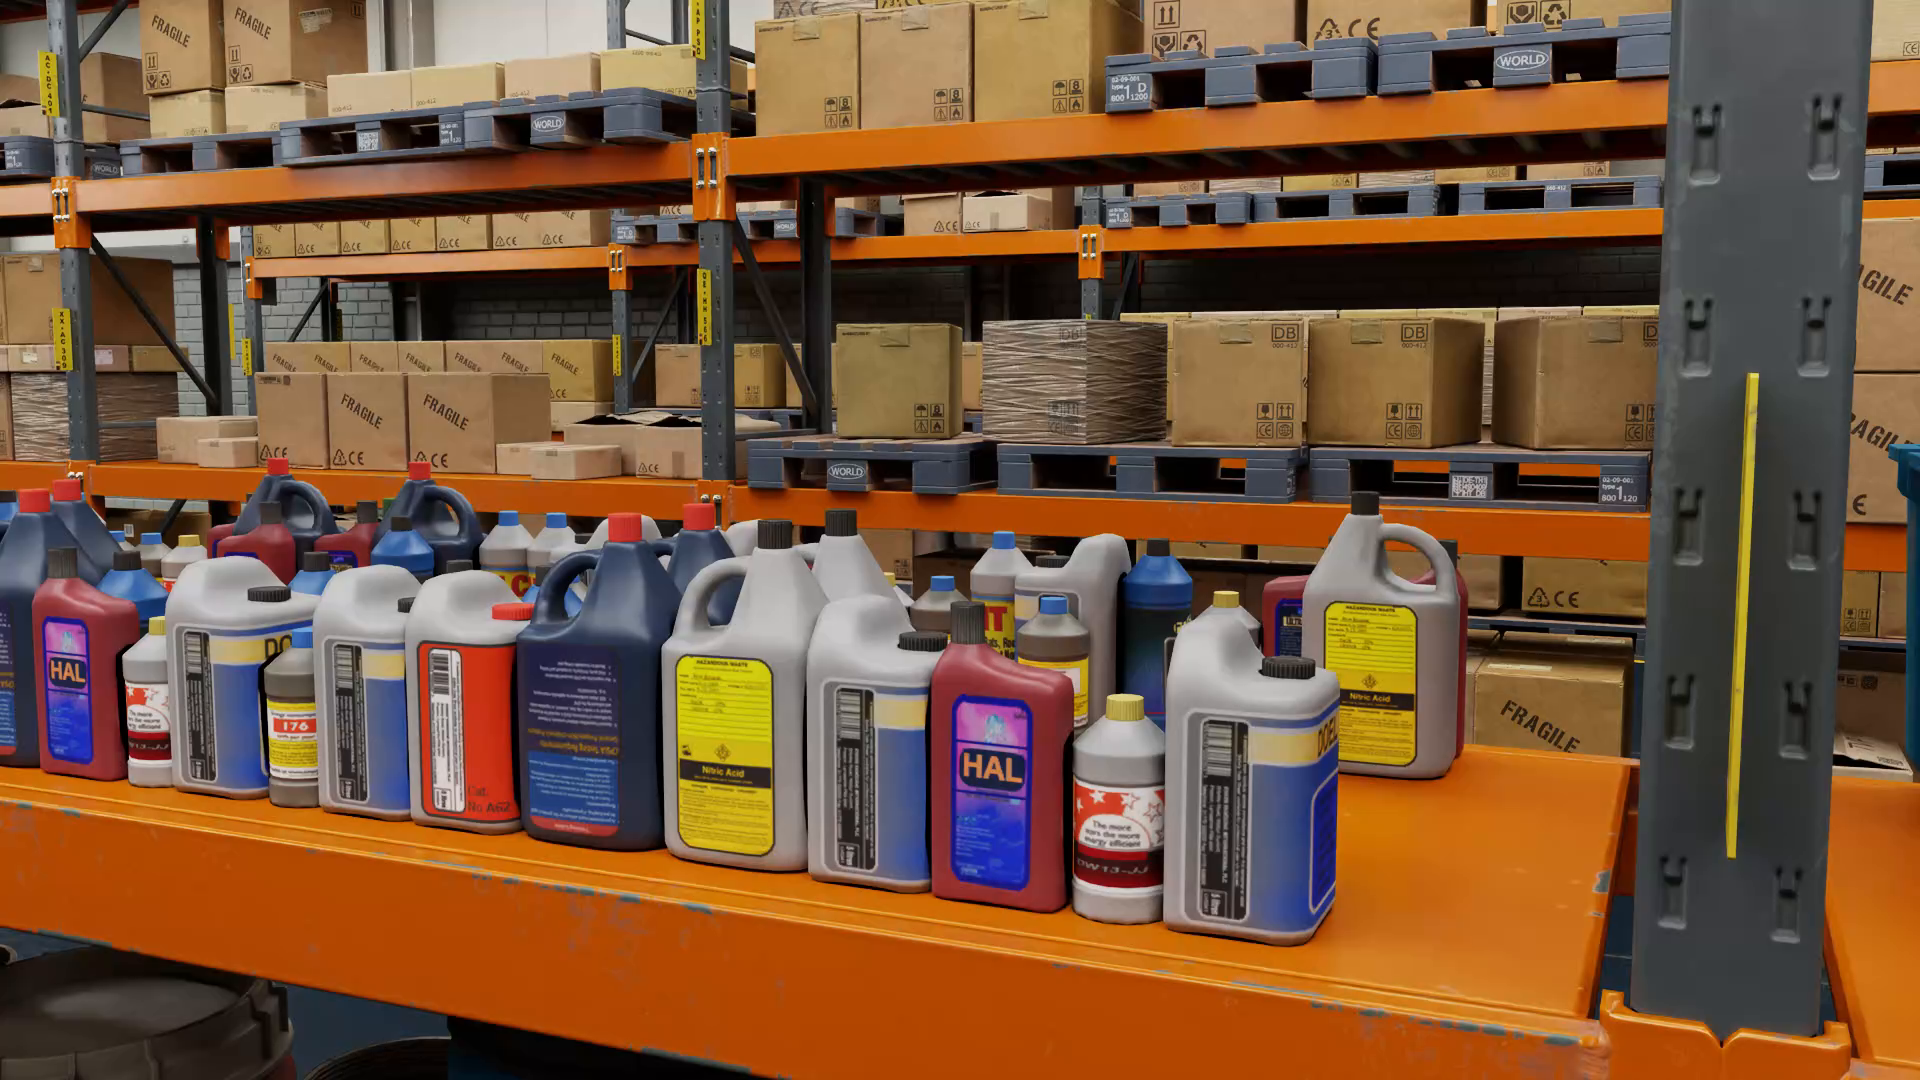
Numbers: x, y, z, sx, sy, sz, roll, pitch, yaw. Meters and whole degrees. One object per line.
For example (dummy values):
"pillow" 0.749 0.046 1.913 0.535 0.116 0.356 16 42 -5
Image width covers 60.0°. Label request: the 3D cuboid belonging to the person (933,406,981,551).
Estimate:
"person" -0.031 -0.157 11.345 0.442 1.609 0.353 5 8 42
